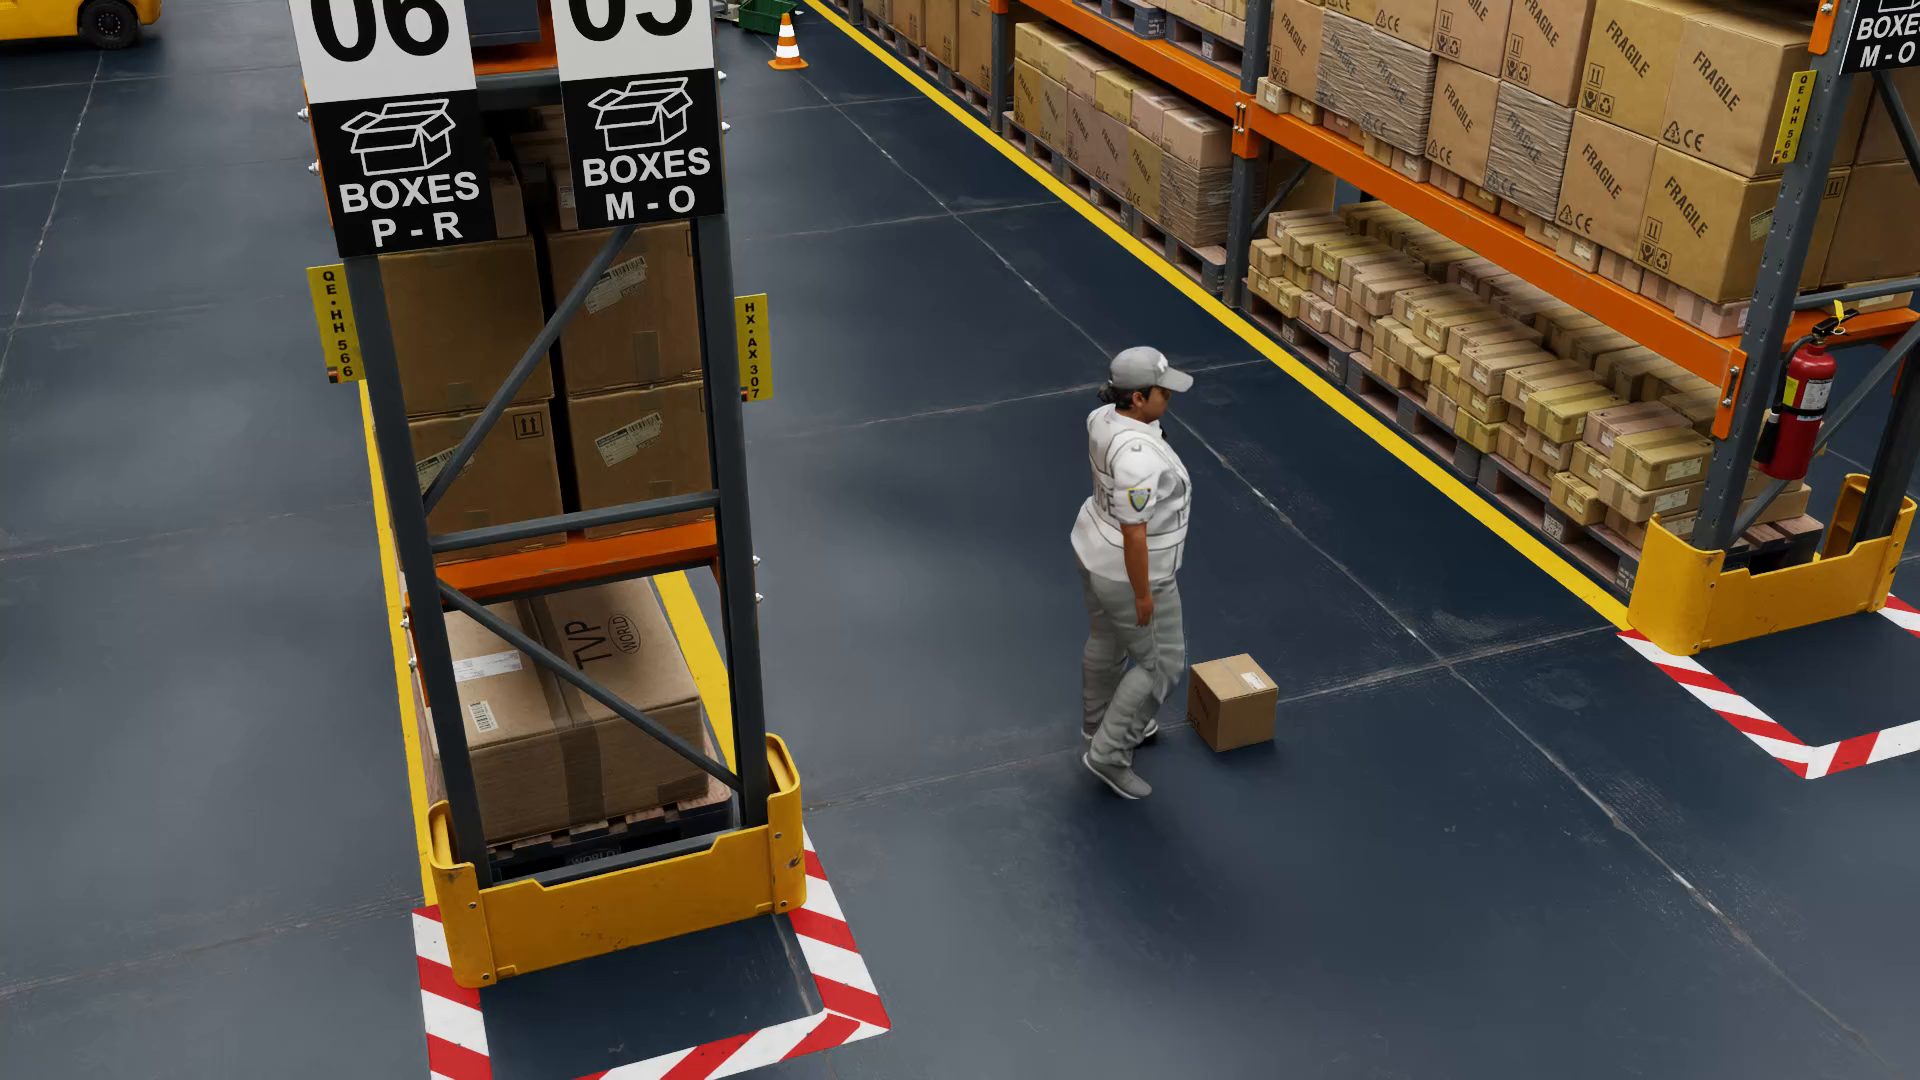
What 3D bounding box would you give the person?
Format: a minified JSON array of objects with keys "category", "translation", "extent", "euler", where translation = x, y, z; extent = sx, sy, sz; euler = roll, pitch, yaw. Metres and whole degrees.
[{"category":"person","translation":[0.604,0.118,5.940],"extent":[0.385,1.718,0.516],"euler":[-7,31,-11]}]
